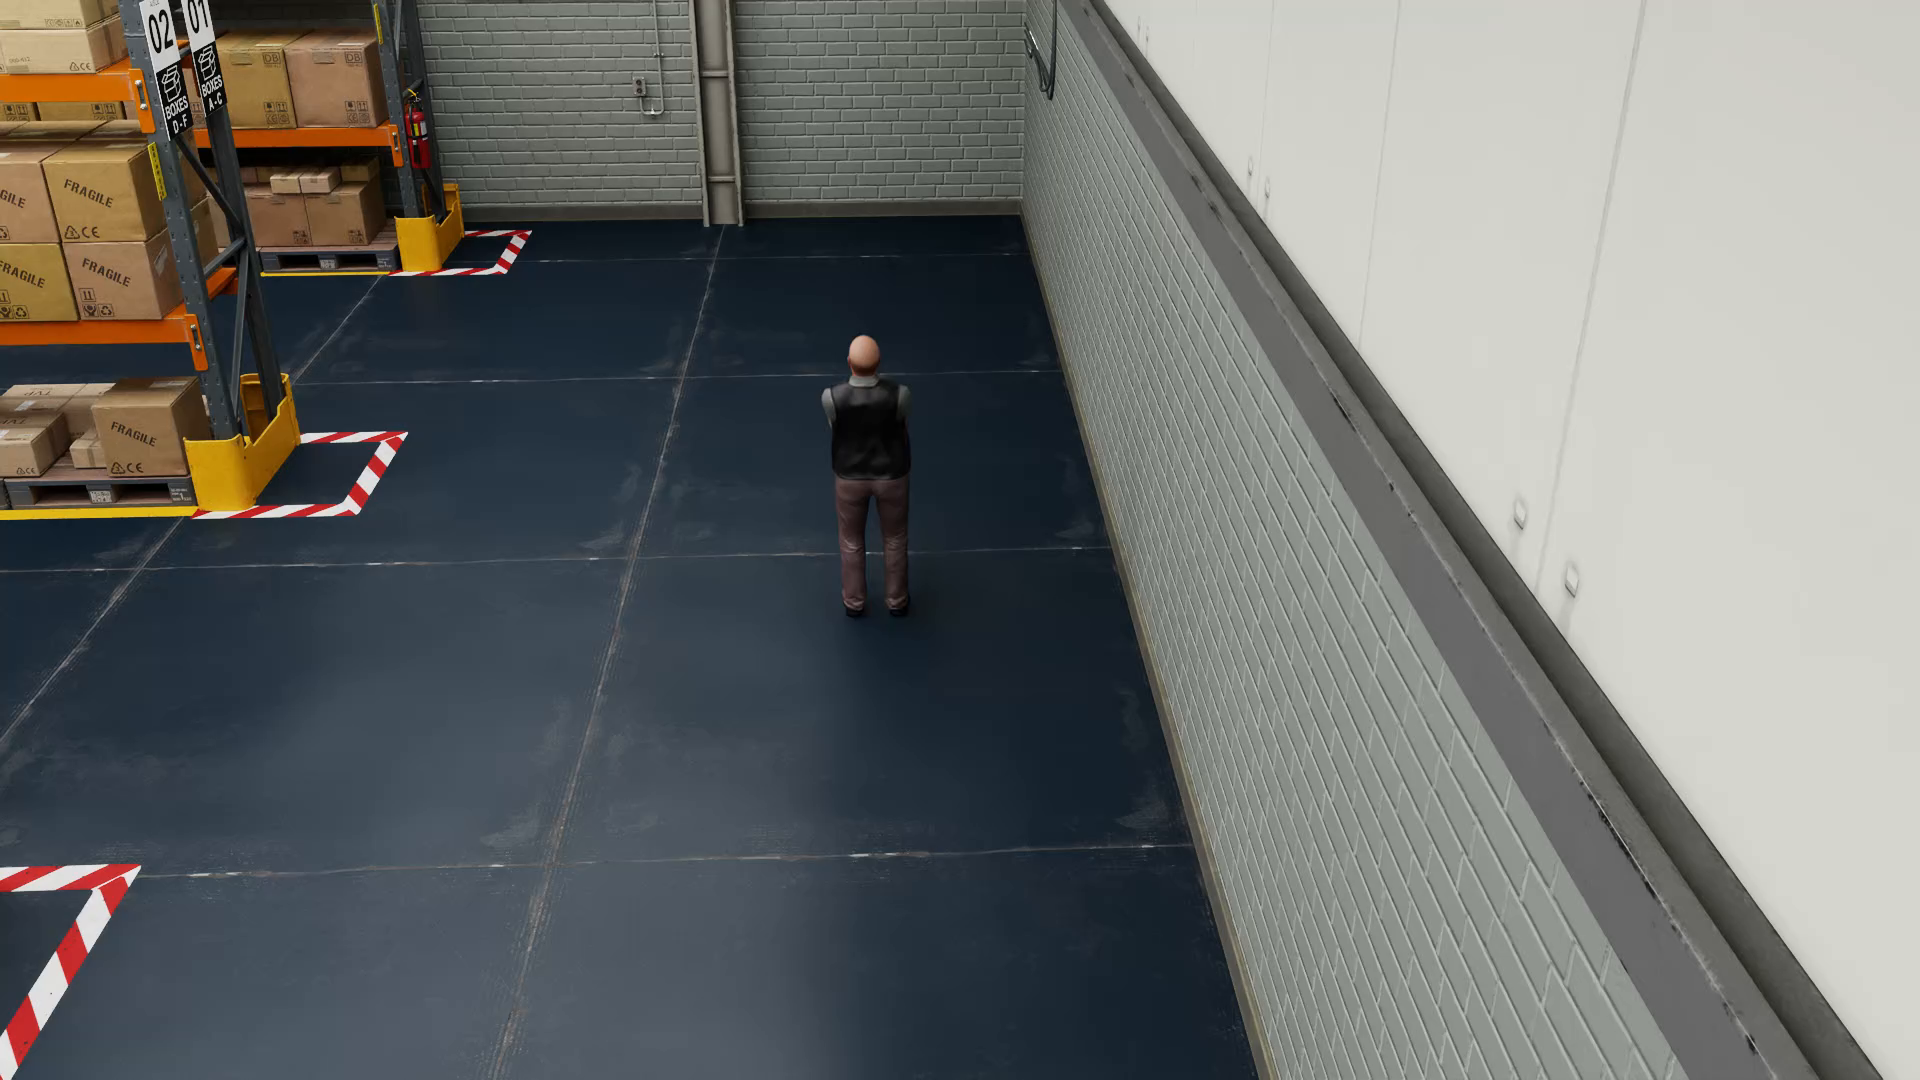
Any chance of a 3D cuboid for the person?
[{"bbox_3d":[-0.514,-0.398,9.425,0.494,1.711,0.560,-1,27,-2],"label":"person"}]
